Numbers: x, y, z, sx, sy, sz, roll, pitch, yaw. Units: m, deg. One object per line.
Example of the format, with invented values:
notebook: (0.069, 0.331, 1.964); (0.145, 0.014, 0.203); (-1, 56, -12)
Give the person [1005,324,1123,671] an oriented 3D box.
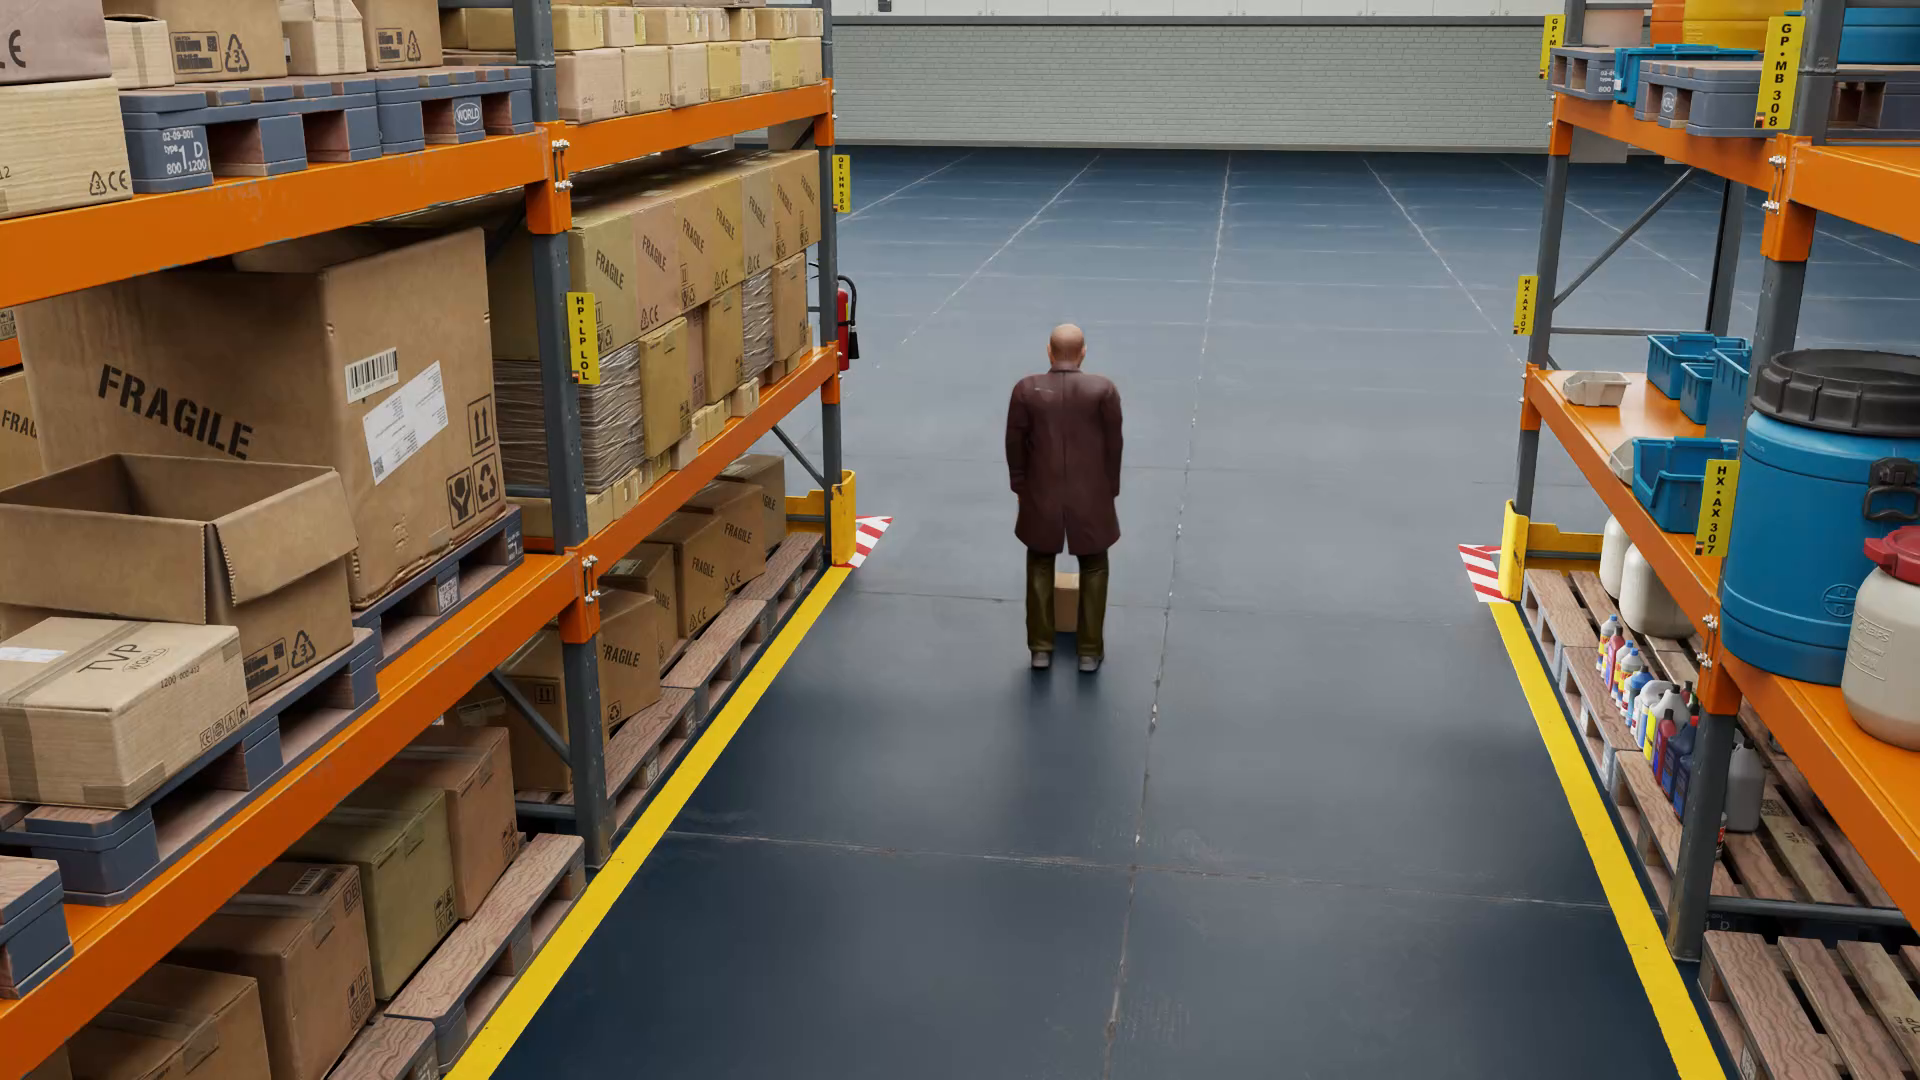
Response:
person: (0.516, -0.204, 8.318); (0.587, 1.730, 0.416); (3, 18, 10)
